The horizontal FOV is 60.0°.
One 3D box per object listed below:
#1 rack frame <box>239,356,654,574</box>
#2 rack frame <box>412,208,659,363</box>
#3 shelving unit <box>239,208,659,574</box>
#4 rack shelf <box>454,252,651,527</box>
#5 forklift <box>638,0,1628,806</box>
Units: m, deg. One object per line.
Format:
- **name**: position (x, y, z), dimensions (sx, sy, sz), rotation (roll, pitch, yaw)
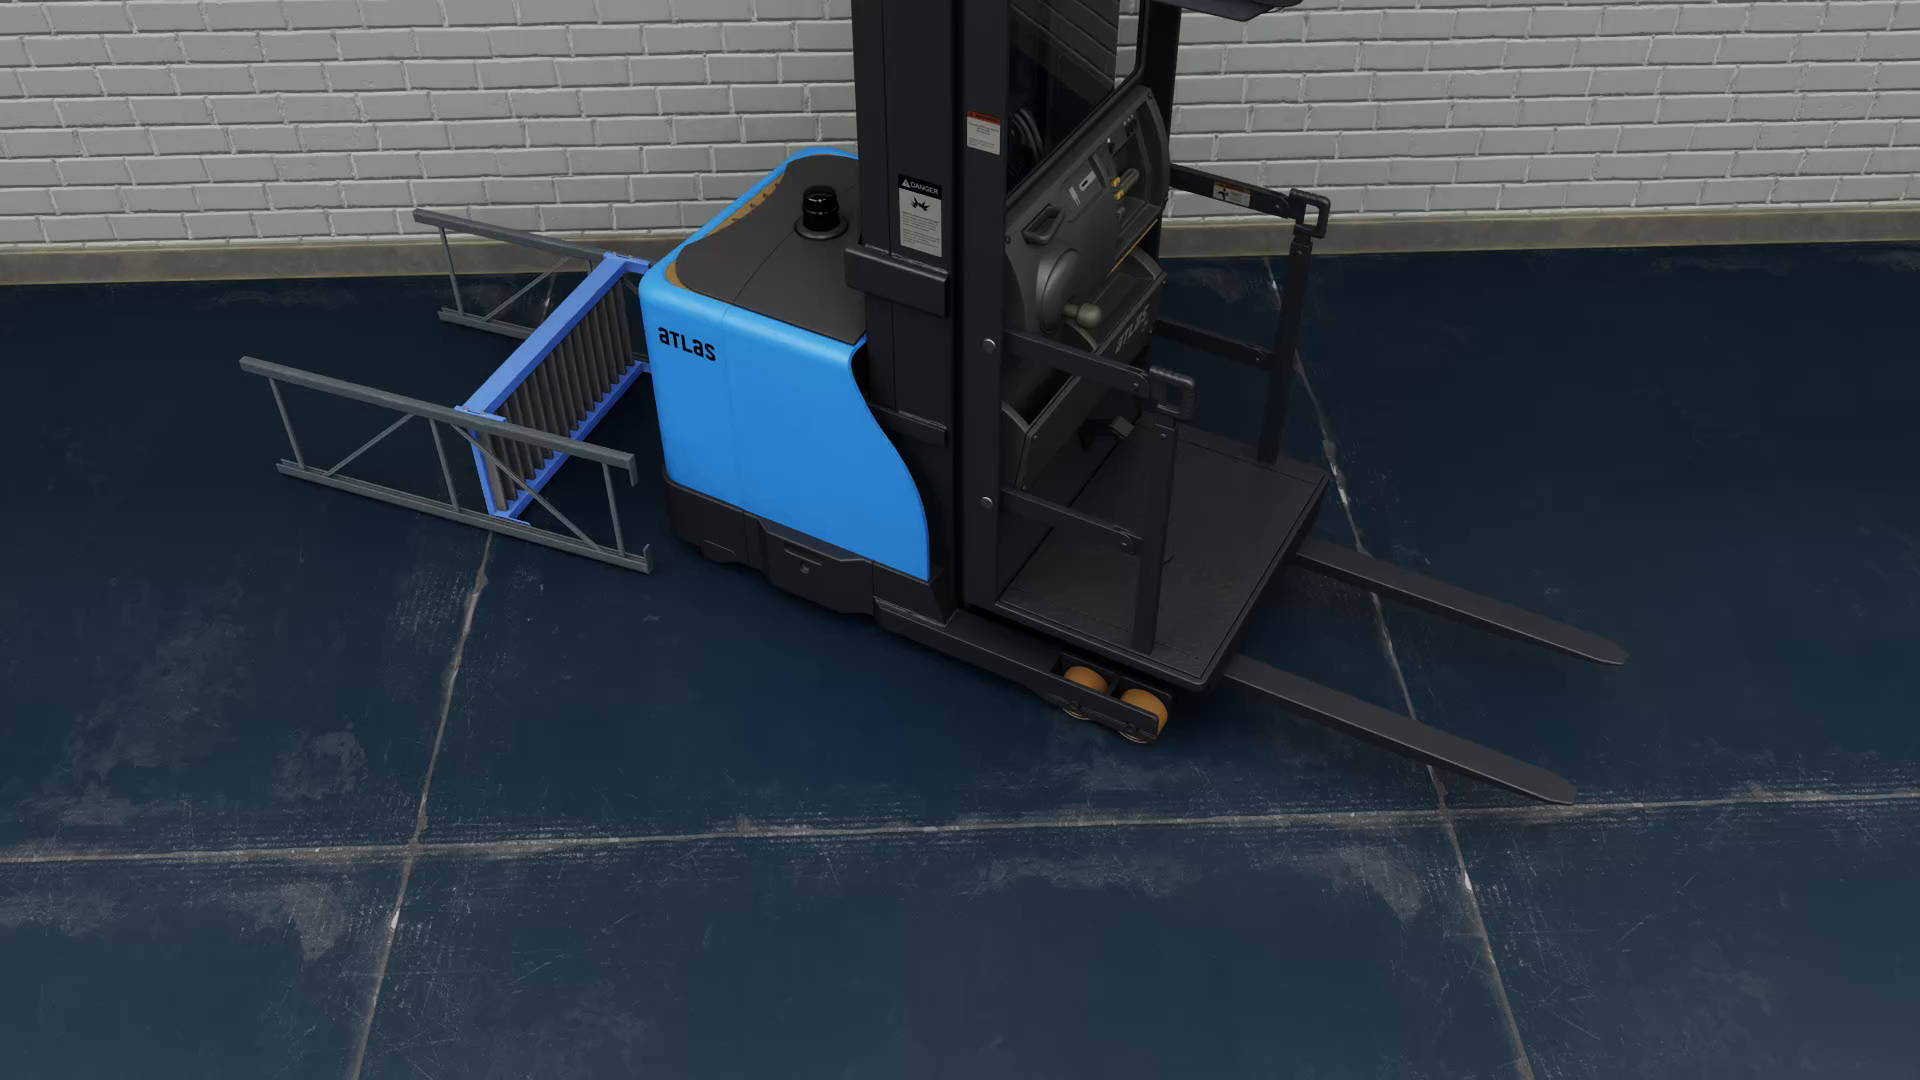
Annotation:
- **rack frame**: position (-1.742, -0.257, 5.632), dimensions (1.500, 0.500, 0.032), rotation (14, 44, 15)
- **rack frame**: position (-1.384, -0.900, 6.333), dimensions (1.500, 0.500, 0.032), rotation (14, 44, 15)
- **shelving unit**: position (-1.563, -0.578, 5.982), dimensions (1.500, 0.538, 1.048), rotation (14, 44, 15)
- **rack shelf**: position (-1.395, -0.535, 5.936), dimensions (0.185, 0.538, 1.000), rotation (14, 44, 15)
- **forklift**: position (0.544, -0.875, 4.536), dimensions (3.031, 2.935, 1.130), rotation (21, 46, 21)
